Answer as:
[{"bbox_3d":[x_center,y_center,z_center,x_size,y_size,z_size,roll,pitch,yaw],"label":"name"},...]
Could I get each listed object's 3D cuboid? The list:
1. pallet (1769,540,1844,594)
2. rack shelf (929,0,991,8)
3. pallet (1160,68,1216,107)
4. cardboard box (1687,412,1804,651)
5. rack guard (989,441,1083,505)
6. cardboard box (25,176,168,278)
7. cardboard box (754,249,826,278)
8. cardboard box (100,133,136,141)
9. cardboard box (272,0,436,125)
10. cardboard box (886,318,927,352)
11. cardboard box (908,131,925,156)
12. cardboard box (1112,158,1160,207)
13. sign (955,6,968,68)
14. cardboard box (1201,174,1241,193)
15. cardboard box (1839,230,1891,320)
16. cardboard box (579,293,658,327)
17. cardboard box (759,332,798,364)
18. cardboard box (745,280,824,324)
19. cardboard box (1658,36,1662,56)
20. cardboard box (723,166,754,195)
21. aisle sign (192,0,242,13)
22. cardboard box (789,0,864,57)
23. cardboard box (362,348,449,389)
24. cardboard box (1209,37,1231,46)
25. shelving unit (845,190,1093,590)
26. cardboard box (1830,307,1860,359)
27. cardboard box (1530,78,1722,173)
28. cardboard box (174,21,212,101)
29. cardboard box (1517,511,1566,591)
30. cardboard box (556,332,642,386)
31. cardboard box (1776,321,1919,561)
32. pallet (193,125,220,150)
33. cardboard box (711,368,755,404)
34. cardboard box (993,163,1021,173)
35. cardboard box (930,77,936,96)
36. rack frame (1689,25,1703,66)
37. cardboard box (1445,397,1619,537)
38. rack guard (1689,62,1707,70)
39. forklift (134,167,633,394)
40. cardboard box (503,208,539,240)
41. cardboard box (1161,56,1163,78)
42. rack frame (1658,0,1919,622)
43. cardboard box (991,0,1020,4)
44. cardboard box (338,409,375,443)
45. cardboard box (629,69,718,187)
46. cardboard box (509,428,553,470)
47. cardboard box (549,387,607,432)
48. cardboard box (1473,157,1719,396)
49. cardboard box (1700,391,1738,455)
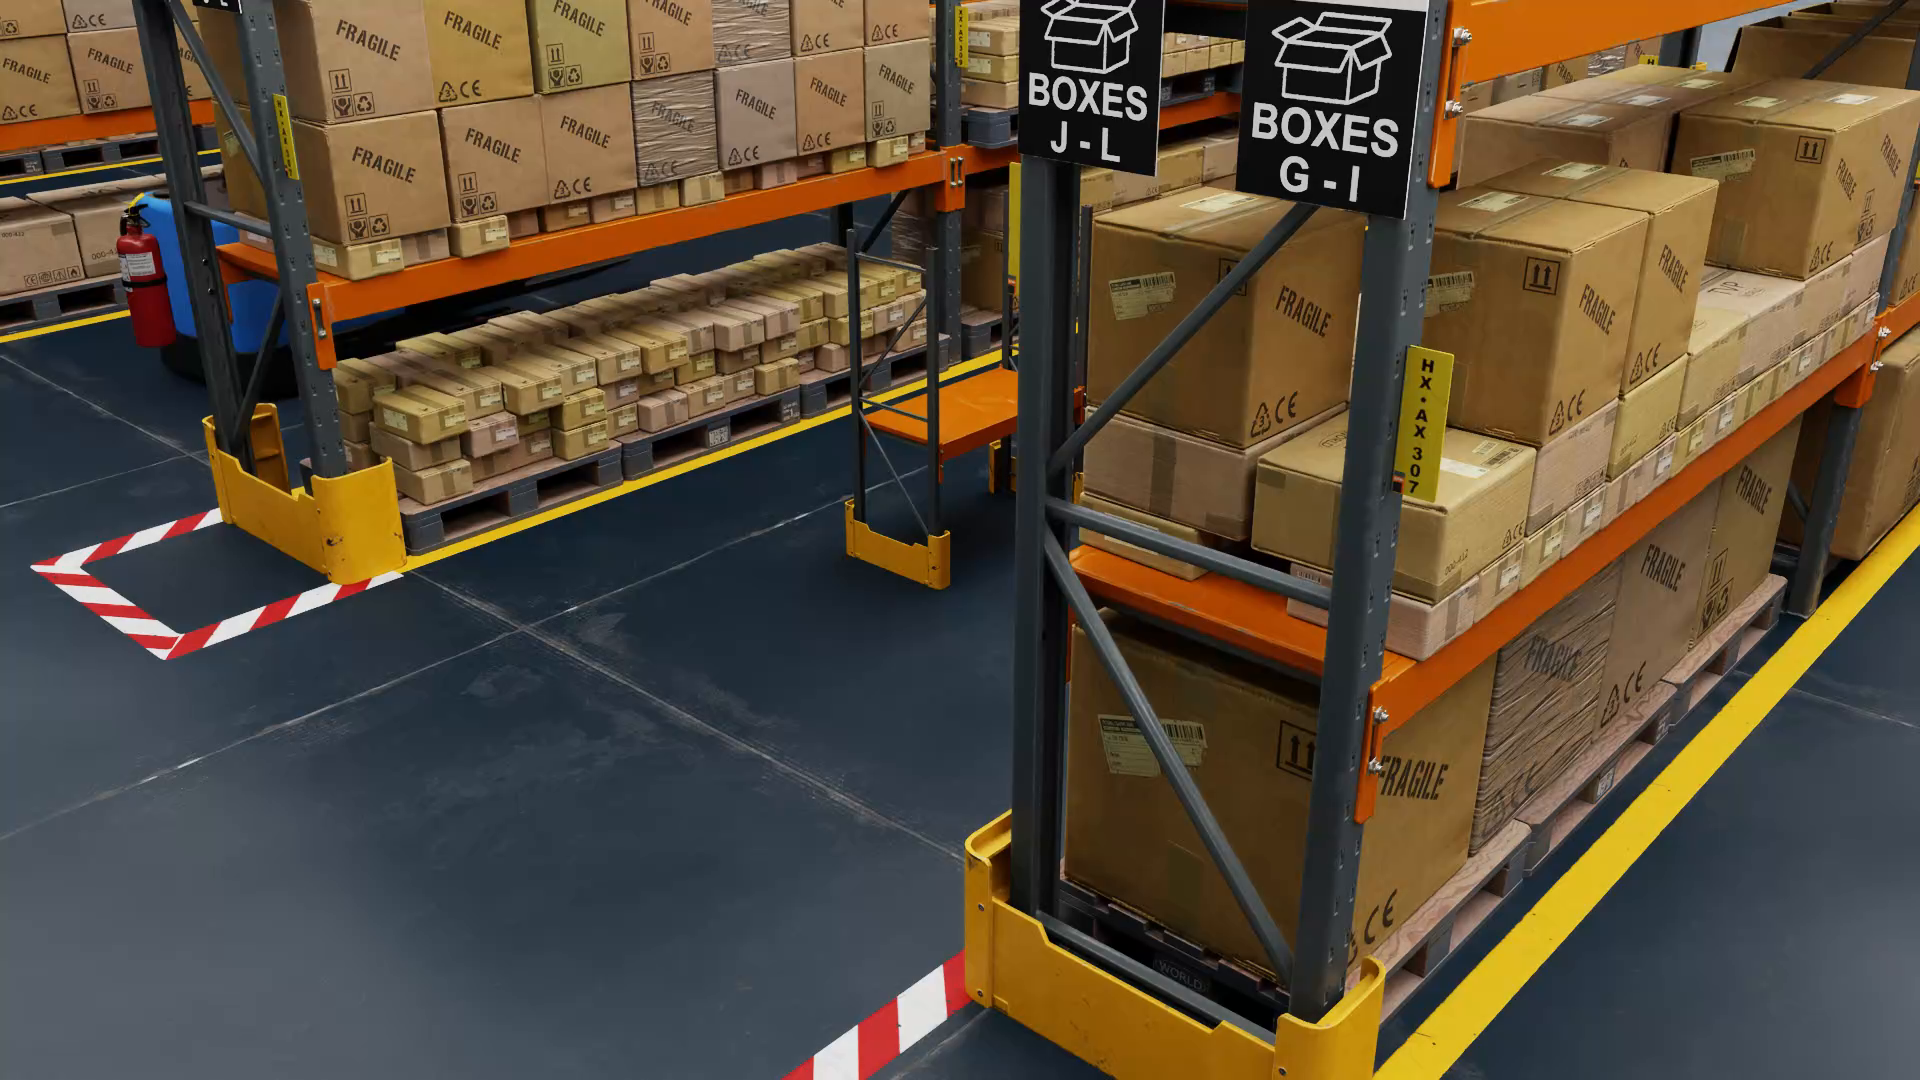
[{"bbox_3d":[3.682,-0.164,7.857,1.003,0.211,1.213,20,31,38],"label":"pallet"},{"bbox_3d":[-0.152,-5.386,16.976,1.077,0.370,4.000,20,31,38],"label":"rack shelf"},{"bbox_3d":[0.976,-3.083,11.193,1.003,0.211,1.213,20,31,38],"label":"pallet"},{"bbox_3d":[2.723,-0.223,6.666,0.875,0.875,0.875,20,31,38],"label":"cardboard box"},{"bbox_3d":[0.383,-0.289,8.089,0.587,0.250,0.087,20,31,38],"label":"rack guard"},{"bbox_3d":[-5.856,-2.200,11.608,0.875,0.438,0.875,21,32,39],"label":"cardboard box"},{"bbox_3d":[-1.015,-1.612,9.922,0.380,0.149,0.250,22,32,40],"label":"cardboard box"},{"bbox_3d":[-8.009,-3.882,15.712,0.380,0.149,0.250,19,30,36],"label":"cardboard box"},{"bbox_3d":[-2.575,-2.049,6.945,0.500,0.500,0.500,20,31,37],"label":"cardboard box"},{"bbox_3d":[-0.411,-1.244,9.829,0.380,0.149,0.250,21,31,38],"label":"cardboard box"},{"bbox_3d":[-0.419,-2.300,9.521,0.380,0.149,0.250,20,31,37],"label":"cardboard box"},{"bbox_3d":[0.984,-2.429,11.126,0.500,0.250,0.500,22,32,39],"label":"cardboard box"},{"bbox_3d":[0.006,-2.815,9.303,0.100,0.325,0.005,20,31,38],"label":"sign"},{"bbox_3d":[1.673,-2.406,11.992,0.500,0.500,0.500,22,32,40],"label":"cardboard box"},{"bbox_3d":[3.124,-1.042,6.227,0.500,0.250,0.500,19,31,37],"label":"cardboard box"},{"bbox_3d":[-1.849,-1.210,9.027,0.380,0.149,0.250,20,31,38],"label":"cardboard box"},{"bbox_3d":[-1.110,-1.104,9.155,0.380,0.149,0.250,21,32,39],"label":"cardboard box"},{"bbox_3d":[-0.980,-1.324,9.281,0.380,0.149,0.250,21,32,39],"label":"cardboard box"},{"bbox_3d":[7.202,-5.219,17.808,0.875,0.875,0.875,20,31,38],"label":"cardboard box"},{"bbox_3d":[-1.292,-1.901,8.630,0.380,0.149,0.250,20,31,37],"label":"cardboard box"},{"bbox_3d":[-2.898,-2.429,6.324,0.394,0.787,0.004,20,31,38],"label":"aisle sign"},{"bbox_3d":[-0.857,-2.827,8.681,0.500,0.500,0.500,19,30,36],"label":"cardboard box"},{"bbox_3d":[-2.698,-0.801,8.113,0.380,0.149,0.250,21,32,38],"label":"cardboard box"},{"bbox_3d":[1.590,-3.408,11.115,0.380,0.149,0.250,20,31,37],"label":"cardboard box"},{"bbox_3d":[0.051,-0.708,7.495,0.587,1.500,1.083,20,31,38],"label":"shelving unit"},{"bbox_3d":[3.092,-0.805,6.186,0.380,0.149,0.250,21,32,38],"label":"cardboard box"},{"bbox_3d":[2.379,-1.366,6.033,0.500,0.500,0.500,20,31,38],"label":"cardboard box"},{"bbox_3d":[-5.301,-3.250,11.210,0.500,0.500,0.500,21,32,39],"label":"cardboard box"},{"bbox_3d":[1.377,-0.022,4.440,0.380,0.149,0.250,19,31,36],"label":"cardboard box"},{"bbox_3d":[-1.816,-0.915,8.368,0.380,0.149,0.250,22,32,39],"label":"cardboard box"},{"bbox_3d":[3.635,-0.603,7.512,1.225,0.875,0.875,20,31,38],"label":"cardboard box"},{"bbox_3d":[-7.341,-4.226,16.918,1.003,0.211,1.213,20,31,38],"label":"pallet"},{"bbox_3d":[-1.326,-0.867,8.990,0.380,0.149,0.250,21,32,38],"label":"cardboard box"},{"bbox_3d":[0.259,-2.408,11.079,0.500,0.250,0.500,22,32,40],"label":"cardboard box"},{"bbox_3d":[-0.286,-2.818,10.162,0.380,0.149,0.250,19,31,36],"label":"cardboard box"},{"bbox_3d":[7.606,-6.222,17.960,1.000,3.000,0.127,20,31,38],"label":"rack frame"},{"bbox_3d":[1.417,-0.262,4.487,0.500,0.250,0.500,20,31,37],"label":"cardboard box"},{"bbox_3d":[7.622,-5.088,18.488,1.175,0.500,0.348,20,31,38],"label":"rack guard"},{"bbox_3d":[-3.474,-2.699,10.188,1.130,2.935,3.031,18,30,34],"label":"forklift"},{"bbox_3d":[-2.183,-1.514,7.768,0.380,0.149,0.250,22,32,40],"label":"cardboard box"},{"bbox_3d":[1.070,-3.036,10.649,0.380,0.149,0.250,19,31,37],"label":"cardboard box"},{"bbox_3d":[3.223,-1.181,6.717,1.000,3.000,0.127,20,31,38],"label":"rack frame"},{"bbox_3d":[0.414,-3.404,10.742,0.380,0.149,0.250,19,30,36],"label":"cardboard box"},{"bbox_3d":[-2.933,-0.612,8.057,0.380,0.149,0.250,19,30,36],"label":"cardboard box"},{"bbox_3d":[-1.557,-2.062,8.198,0.500,0.500,0.500,19,30,36],"label":"cardboard box"},{"bbox_3d":[-2.210,-0.490,8.147,0.380,0.149,0.250,21,31,38],"label":"cardboard box"},{"bbox_3d":[-1.958,-0.678,8.204,0.380,0.149,0.250,21,32,39],"label":"cardboard box"},{"bbox_3d":[1.750,-0.756,4.672,0.500,0.500,0.500,19,30,36],"label":"cardboard box"},{"bbox_3d":[2.235,-0.415,5.315,0.380,0.149,0.250,21,31,38],"label":"cardboard box"}]
